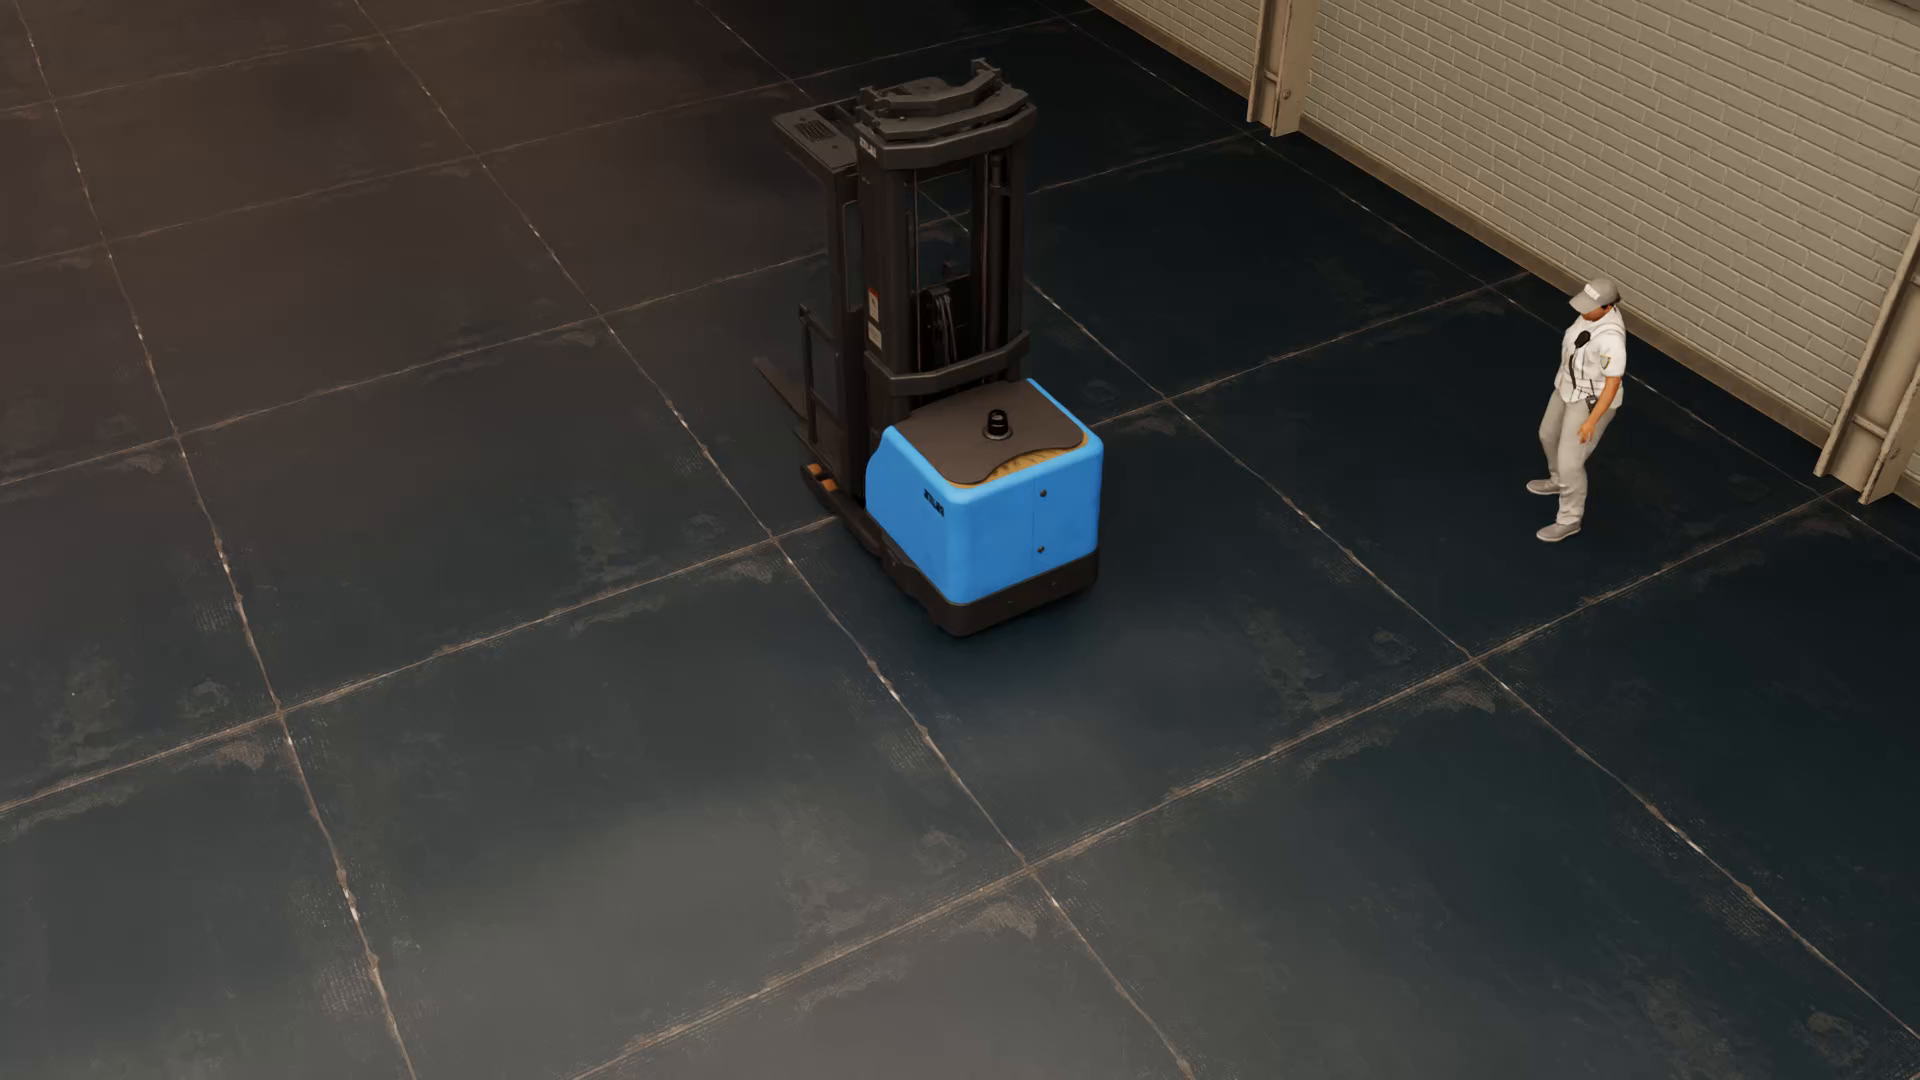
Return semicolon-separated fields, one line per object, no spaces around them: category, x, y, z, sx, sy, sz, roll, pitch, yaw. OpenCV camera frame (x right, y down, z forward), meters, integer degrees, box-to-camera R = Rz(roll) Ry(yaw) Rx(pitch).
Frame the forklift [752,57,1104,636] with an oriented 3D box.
forklift;-0.368;-1.493;9.837;1.130;2.935;3.031;-21;44;-23

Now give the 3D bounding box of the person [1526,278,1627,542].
person;3.761;-0.853;10.080;0.454;1.640;0.757;0;40;-1
